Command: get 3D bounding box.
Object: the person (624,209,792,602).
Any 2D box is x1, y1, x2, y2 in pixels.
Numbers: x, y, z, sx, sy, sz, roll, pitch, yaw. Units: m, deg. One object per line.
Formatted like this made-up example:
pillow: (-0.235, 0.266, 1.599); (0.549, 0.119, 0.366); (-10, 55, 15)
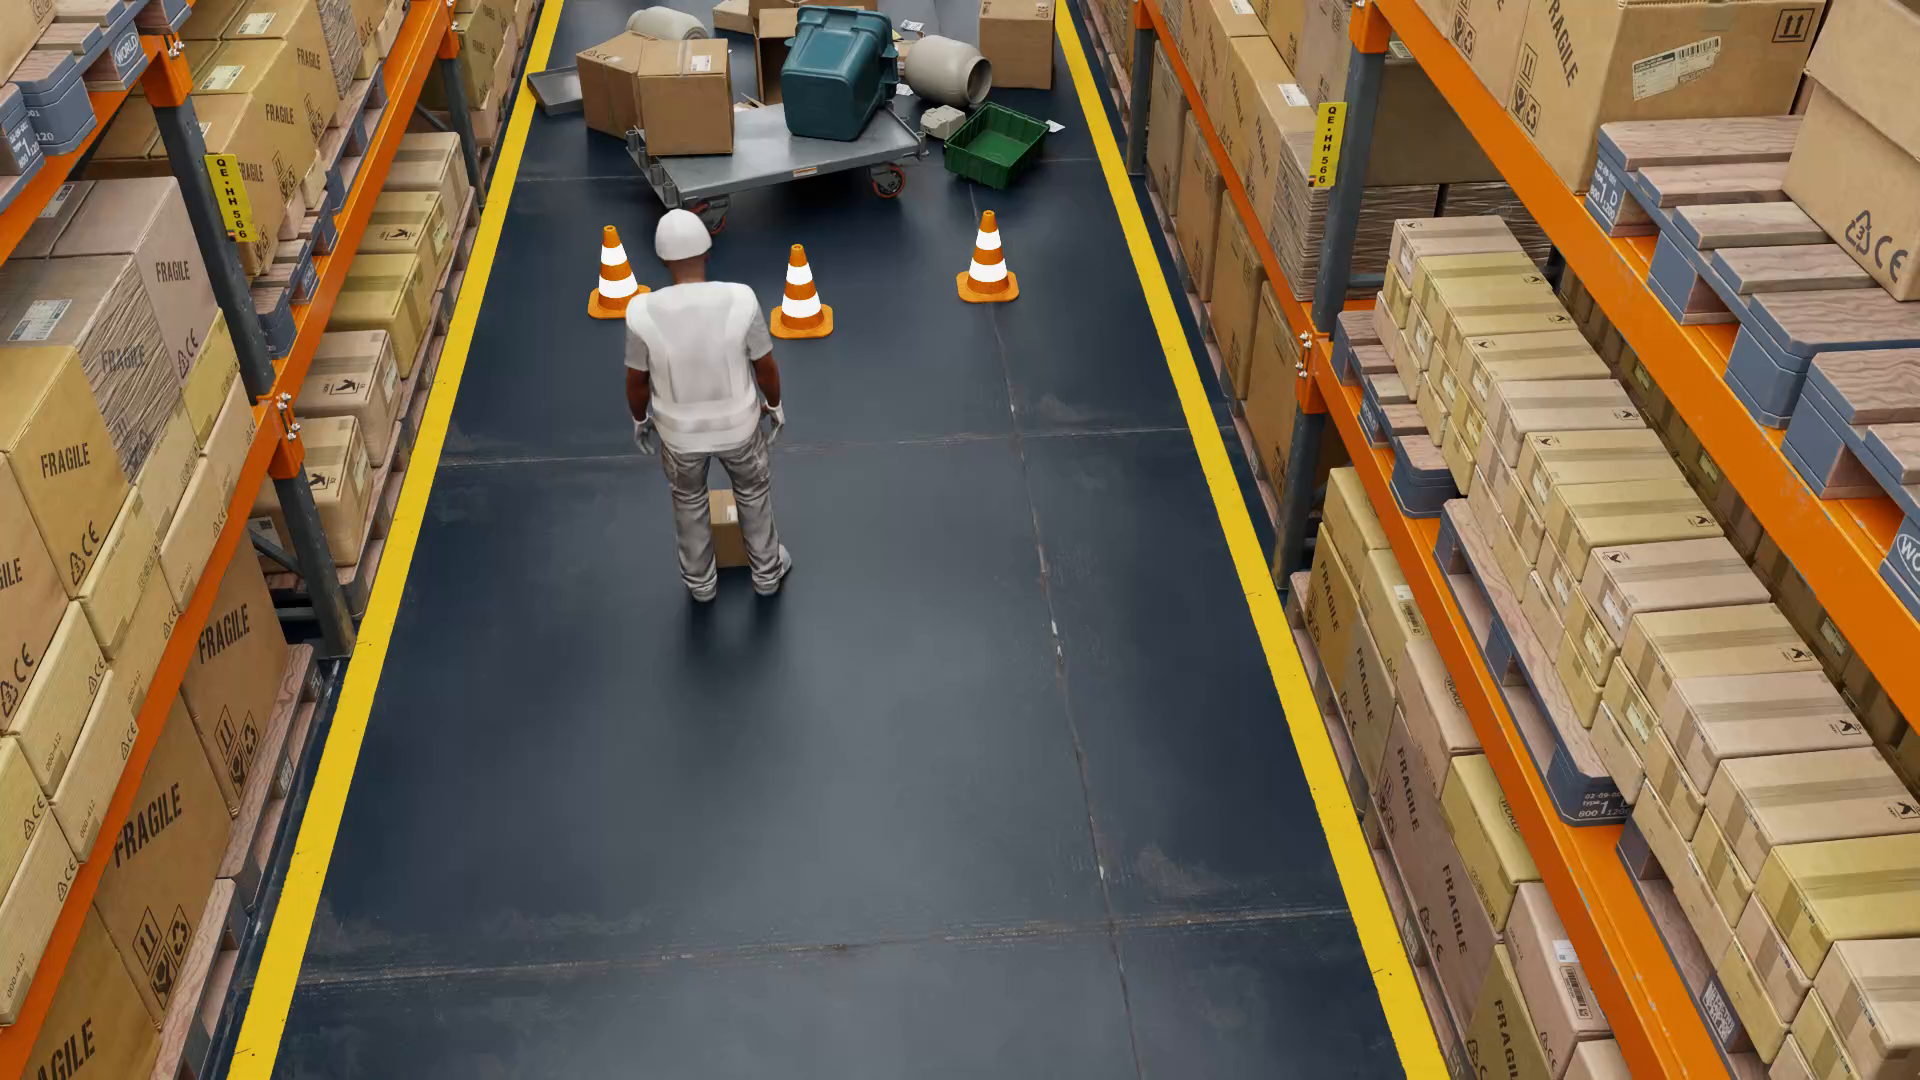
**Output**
person: (-1.024, -0.501, 6.771); (0.616, 1.772, 0.452); (-5, 39, -6)
